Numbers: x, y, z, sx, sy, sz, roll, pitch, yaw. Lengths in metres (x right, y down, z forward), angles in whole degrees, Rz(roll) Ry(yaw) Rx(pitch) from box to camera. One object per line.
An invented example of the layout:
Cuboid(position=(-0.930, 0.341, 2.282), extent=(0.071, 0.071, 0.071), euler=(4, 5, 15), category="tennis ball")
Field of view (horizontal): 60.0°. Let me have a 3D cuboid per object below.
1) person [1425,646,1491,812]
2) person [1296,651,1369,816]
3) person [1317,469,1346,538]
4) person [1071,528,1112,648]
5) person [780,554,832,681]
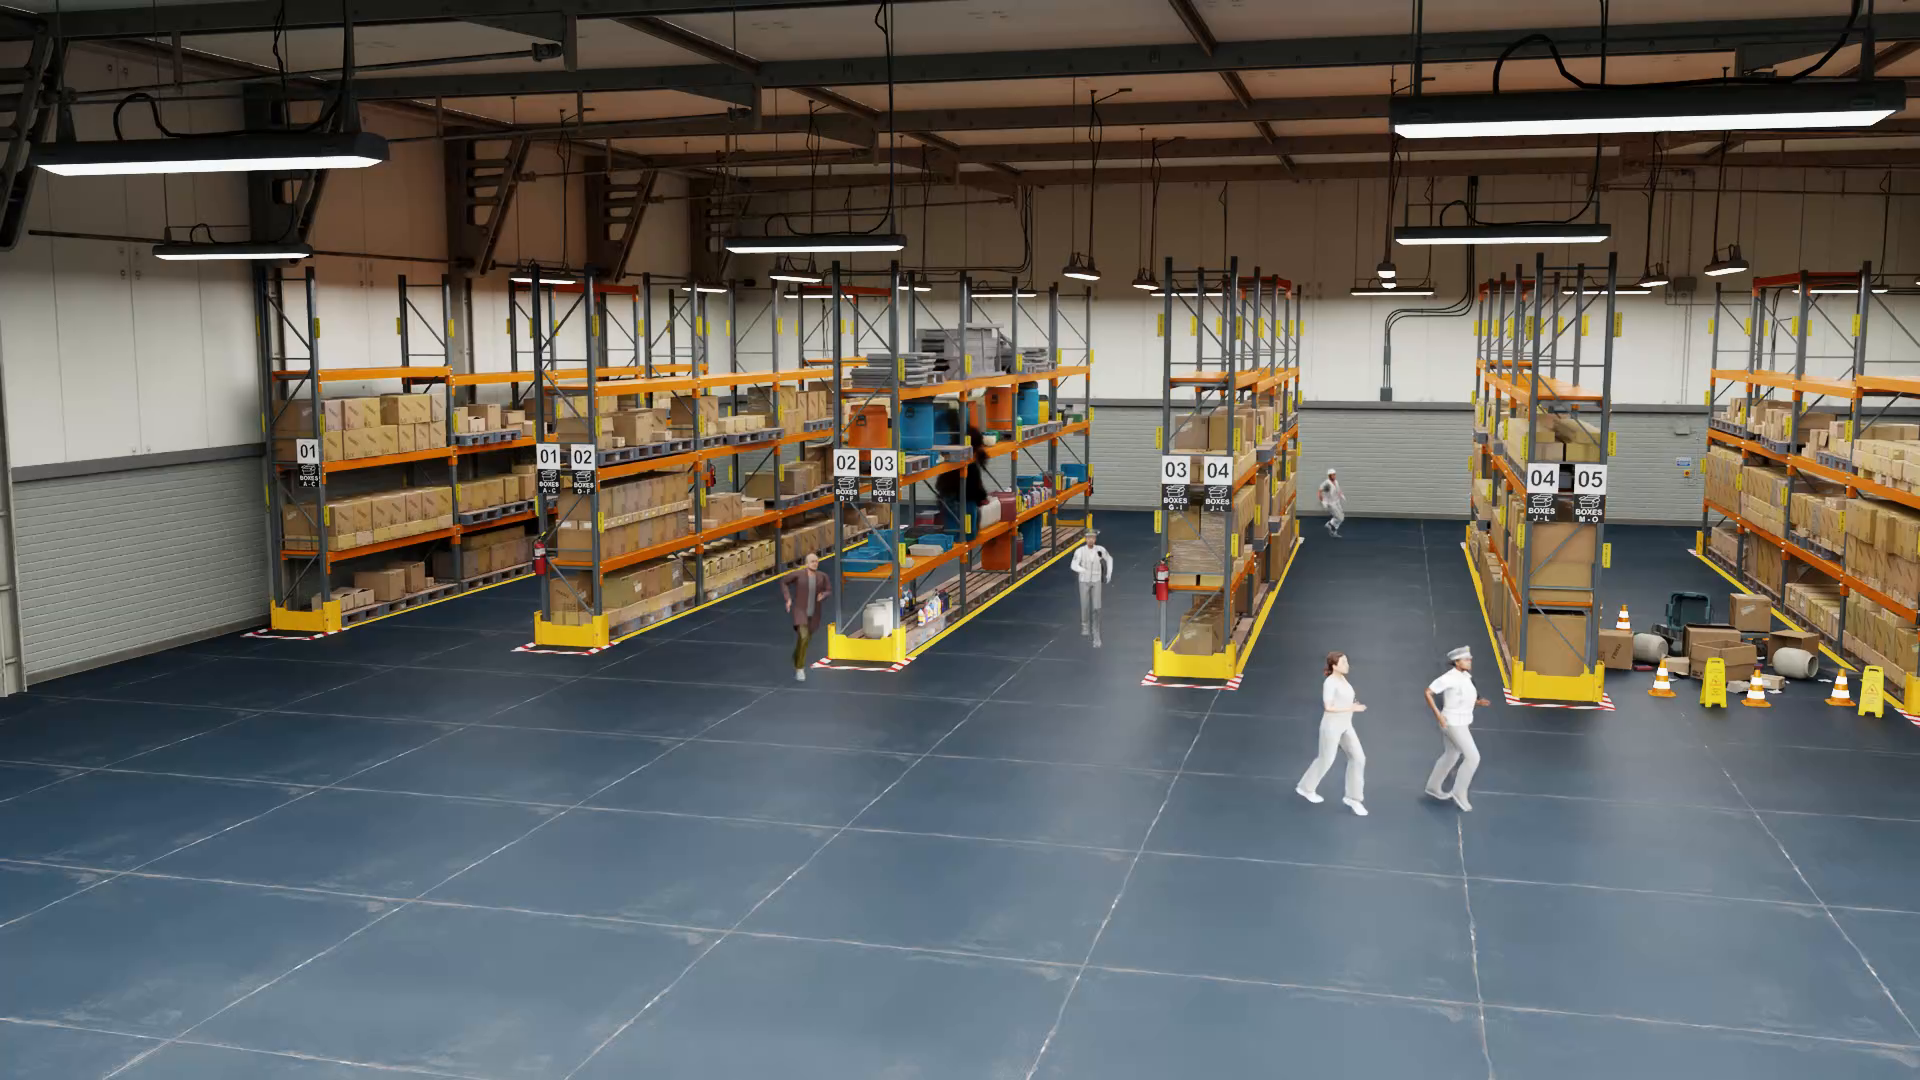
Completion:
Cuboid(position=(5.226, 1.965, 17.444), extent=(0.676, 1.741, 0.557), euler=(5, 9, 36), category="person")
Cuboid(position=(3.873, 1.994, 17.281), extent=(0.784, 1.726, 0.551), euler=(6, 10, 41), category="person")
Cuboid(position=(8.916, -0.868, 39.754), extent=(0.540, 1.689, 0.754), euler=(7, 10, 43), category="person")
Cuboid(position=(1.997, 0.713, 25.234), extent=(0.632, 1.813, 0.700), euler=(0, 7, 3), category="person")
Cuboid(position=(-2.217, 1.198, 24.157), extent=(0.698, 1.627, 0.840), euler=(-4, 8, -26), category="person")
